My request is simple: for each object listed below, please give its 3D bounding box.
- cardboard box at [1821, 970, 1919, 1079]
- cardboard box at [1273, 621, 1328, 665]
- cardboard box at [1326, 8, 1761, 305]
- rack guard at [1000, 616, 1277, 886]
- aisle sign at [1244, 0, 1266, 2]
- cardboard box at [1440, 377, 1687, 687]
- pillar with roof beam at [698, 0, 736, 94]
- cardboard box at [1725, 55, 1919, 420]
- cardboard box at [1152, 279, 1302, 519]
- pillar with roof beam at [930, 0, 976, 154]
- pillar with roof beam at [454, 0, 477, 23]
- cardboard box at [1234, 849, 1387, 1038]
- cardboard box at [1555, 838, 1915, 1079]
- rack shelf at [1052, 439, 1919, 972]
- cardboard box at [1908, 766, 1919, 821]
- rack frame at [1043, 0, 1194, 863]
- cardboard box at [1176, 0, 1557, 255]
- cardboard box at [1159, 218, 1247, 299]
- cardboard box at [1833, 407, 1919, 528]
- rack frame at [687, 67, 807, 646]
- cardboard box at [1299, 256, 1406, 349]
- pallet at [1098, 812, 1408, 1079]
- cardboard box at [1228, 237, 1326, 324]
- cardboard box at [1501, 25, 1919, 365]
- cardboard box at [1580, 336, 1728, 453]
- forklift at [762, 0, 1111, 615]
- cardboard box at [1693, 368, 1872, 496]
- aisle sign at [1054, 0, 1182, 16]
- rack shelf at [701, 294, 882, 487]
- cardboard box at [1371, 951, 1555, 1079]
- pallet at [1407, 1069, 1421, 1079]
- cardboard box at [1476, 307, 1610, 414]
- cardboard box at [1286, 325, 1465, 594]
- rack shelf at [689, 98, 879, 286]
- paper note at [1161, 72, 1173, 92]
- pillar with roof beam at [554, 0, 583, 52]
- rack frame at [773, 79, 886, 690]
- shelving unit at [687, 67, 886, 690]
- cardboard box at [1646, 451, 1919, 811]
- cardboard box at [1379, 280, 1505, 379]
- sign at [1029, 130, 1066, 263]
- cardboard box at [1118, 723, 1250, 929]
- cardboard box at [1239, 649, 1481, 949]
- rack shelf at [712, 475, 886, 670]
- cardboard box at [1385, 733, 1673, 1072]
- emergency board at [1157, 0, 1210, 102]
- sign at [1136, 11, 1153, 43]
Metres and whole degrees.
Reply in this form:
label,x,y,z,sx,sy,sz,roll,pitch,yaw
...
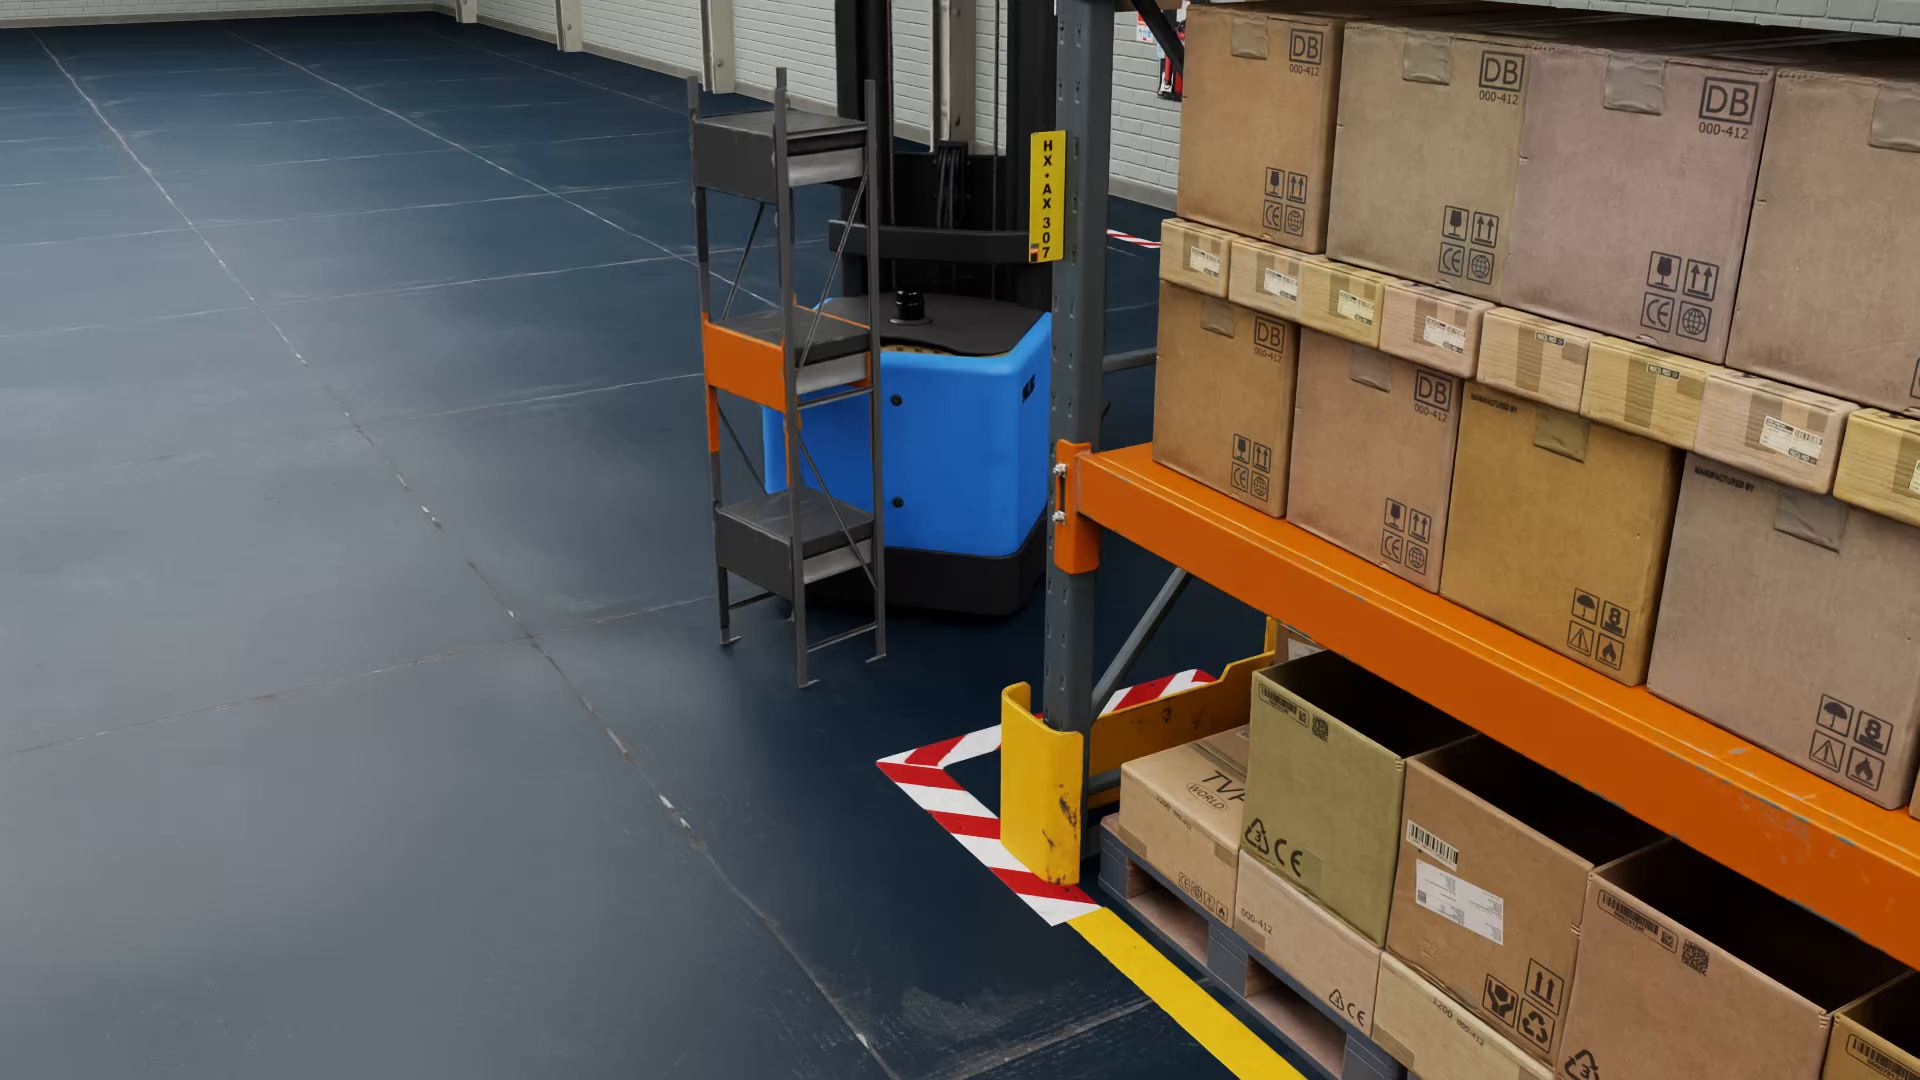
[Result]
label,x,y,z,sx,sy,sz,roll,pitch,yaw
cardboard box,1.815,1.060,2.819,0.500,0.500,0.500,-13,25,-28
cardboard box,1.231,0.315,4.652,0.500,0.500,0.500,-13,25,-28
cardboard box,1.229,-0.841,3.541,0.700,0.500,0.500,-13,26,-30
rack guard,0.689,0.617,5.131,1.175,0.500,0.348,-13,25,-28
aisle sign,0.920,-1.816,4.343,0.394,0.787,0.004,-13,25,-28
cardboard box,1.449,-0.095,3.430,0.700,0.500,0.500,-12,25,-28
pillar with roof beam,-6.837,-9.205,18.008,9.100,9.000,0.400,-13,25,-28
cardboard box,1.743,-0.516,2.741,0.700,0.500,0.500,-13,25,-28
cardboard box,0.928,-0.426,4.244,0.700,0.500,0.500,-13,25,-28
pillar with roof beam,-3.772,-7.263,13.230,9.100,9.000,0.400,-13,25,-28
pillar with roof beam,-12.967,-13.090,27.565,9.100,9.000,0.400,-13,25,-28
cardboard box,1.042,0.923,4.151,0.500,0.250,0.500,-13,25,-28
cardboard box,1.547,0.901,3.210,0.500,0.500,0.500,-13,25,-28
rack shelf,1.722,0.447,3.183,1.077,0.370,4.000,-13,25,-28
cardboard box,1.984,0.240,2.605,0.700,0.500,0.500,-12,25,-27
rack frame,0.701,-0.534,4.641,1.000,3.000,0.127,-13,25,-28
cardboard box,0.955,-1.010,3.958,0.700,0.500,0.500,-13,25,-28
cardboard box,0.716,-0.712,4.085,0.380,0.149,0.250,-13,25,-29
cardboard box,1.635,-0.129,2.651,0.380,0.149,0.250,-12,25,-27
rack frame,-0.757,-0.621,6.050,0.400,2.100,0.015,-19,29,-38
cardboard box,0.980,-0.546,3.677,0.380,0.149,0.250,-12,25,-28
pallet,1.127,0.998,4.577,1.003,0.211,1.213,-13,25,-28
cardboard box,0.853,-0.627,3.876,0.380,0.149,0.250,-13,26,-30
cardboard box,1.487,-0.678,3.140,0.700,0.500,0.500,-12,25,-28
cardboard box,1.376,-0.296,3.061,0.380,0.149,0.250,-13,25,-29
forklift,0.088,-1.593,7.338,1.130,2.935,3.031,6,23,14
cardboard box,1.501,-0.214,2.861,0.380,0.149,0.250,-12,25,-28
aisle sign,0.404,-1.700,4.059,0.394,0.787,0.004,-13,25,-28
rack shelf,-0.594,-0.540,5.887,0.431,0.518,0.480,-19,29,-38
cardboard box,1.297,1.085,3.752,0.500,0.250,0.500,-13,25,-28
pallet,1.747,1.392,3.606,1.003,0.211,1.213,-13,25,-28
cardboard box,1.245,-0.378,3.264,0.380,0.149,0.250,-14,26,-30
cardboard box,1.201,-0.257,3.828,0.700,0.500,0.500,-12,25,-27
rack shelf,-0.594,-1.188,5.624,0.431,0.518,0.480,-19,29,-38
paper note,1.733,-3.840,13.944,0.016,0.148,0.142,-13,25,-28
pillar with roof beam,-9.902,-11.148,22.787,9.100,9.000,0.400,-13,25,-28
rack frame,-0.431,-0.484,5.714,0.400,2.100,0.015,-19,29,-38
shelving unit,-0.594,-0.552,5.882,0.431,2.100,0.503,-19,29,-38
cardboard box,1.721,0.074,3.012,0.700,0.500,0.500,-12,25,-27
cardboard box,1.107,-0.464,3.475,0.380,0.149,0.250,-13,26,-29
sign,0.221,-0.867,4.205,0.100,0.325,0.005,-13,25,-28
cardboard box,0.783,0.762,4.547,0.500,0.250,0.500,-13,25,-28
cardboard box,1.041,0.576,4.009,0.500,0.500,0.500,-13,25,-28
rack shelf,-0.594,0.109,6.151,0.431,0.518,0.480,-19,29,-38
cardboard box,1.307,0.735,3.616,0.500,0.500,0.500,-13,25,-28
emergency board,1.764,-4.177,13.604,0.194,1.169,0.643,-13,25,-28
sign,1.571,-4.392,14.087,0.001,0.329,0.234,-13,25,-28
